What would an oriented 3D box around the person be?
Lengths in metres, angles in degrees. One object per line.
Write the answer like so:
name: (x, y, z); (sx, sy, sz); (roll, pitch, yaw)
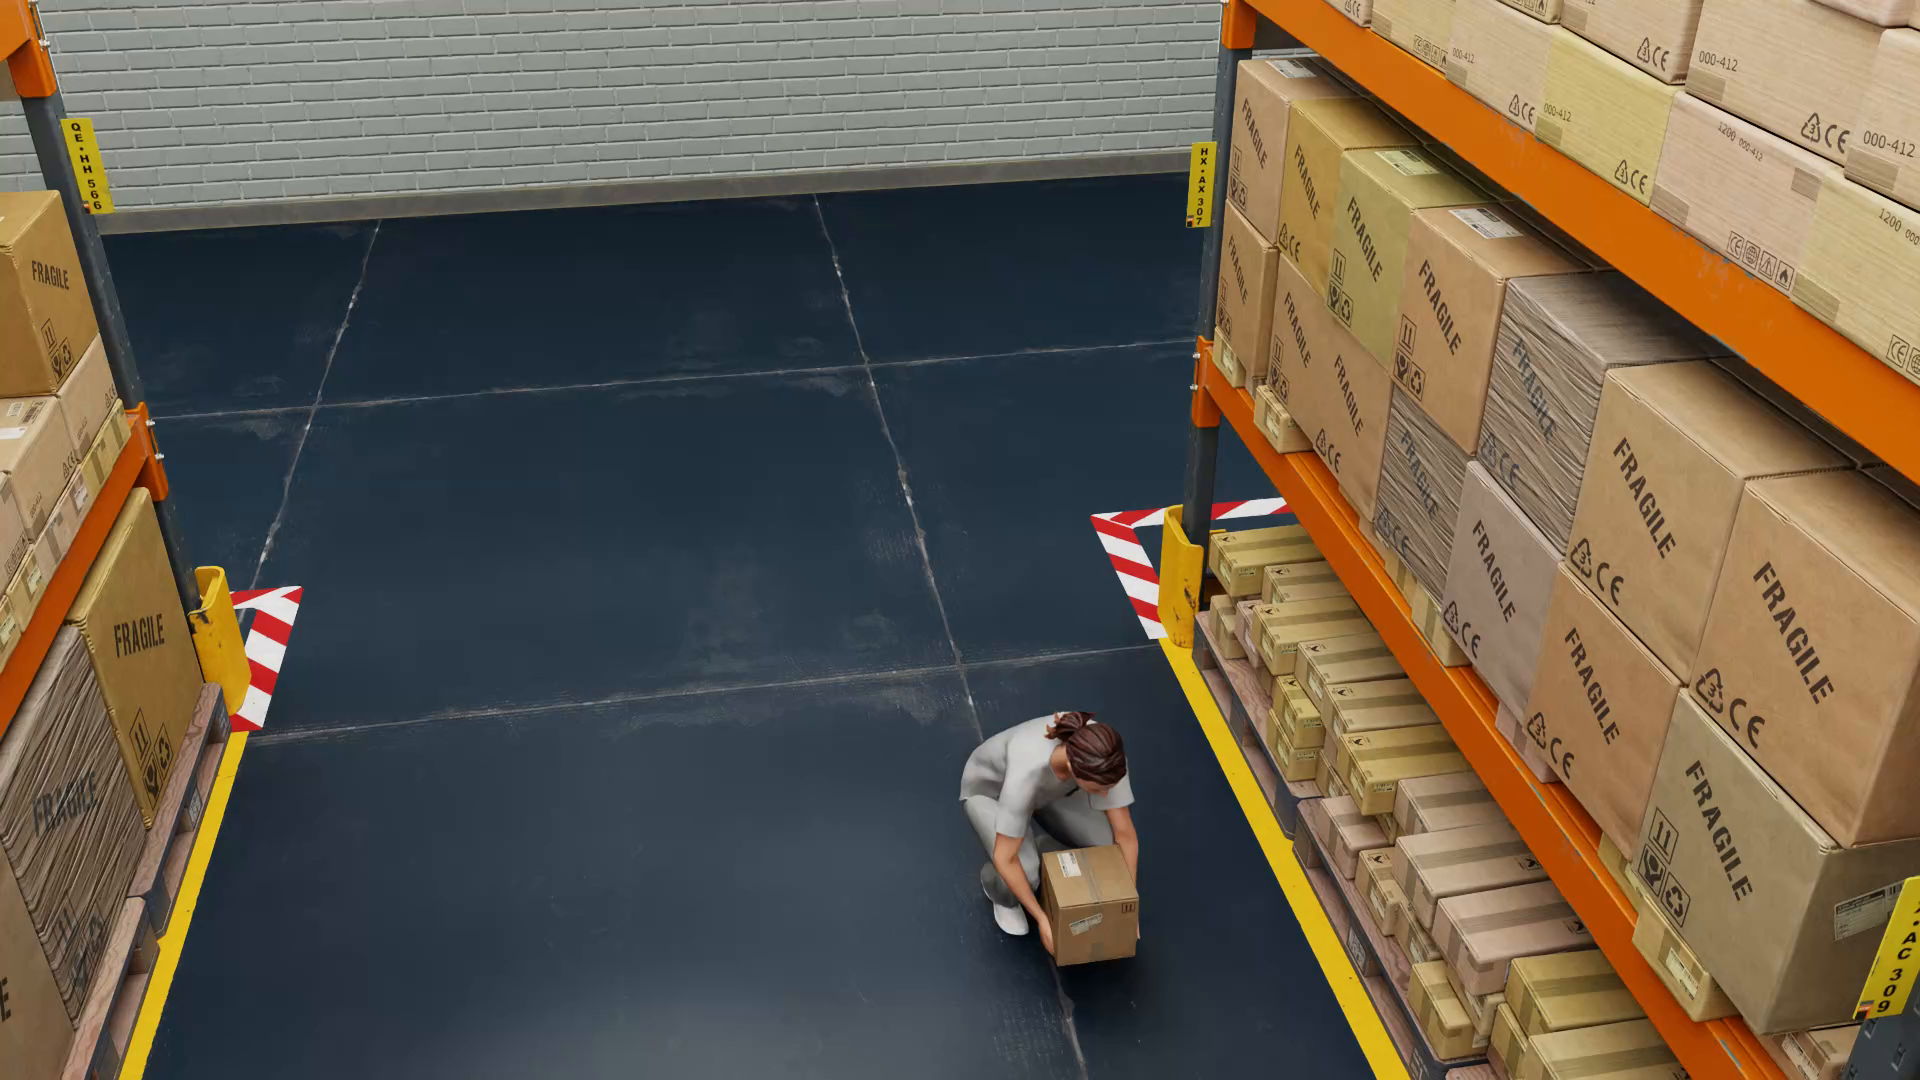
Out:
person: (0.288, 0.885, 5.380); (0.496, 0.934, 0.808); (-12, 33, -20)
